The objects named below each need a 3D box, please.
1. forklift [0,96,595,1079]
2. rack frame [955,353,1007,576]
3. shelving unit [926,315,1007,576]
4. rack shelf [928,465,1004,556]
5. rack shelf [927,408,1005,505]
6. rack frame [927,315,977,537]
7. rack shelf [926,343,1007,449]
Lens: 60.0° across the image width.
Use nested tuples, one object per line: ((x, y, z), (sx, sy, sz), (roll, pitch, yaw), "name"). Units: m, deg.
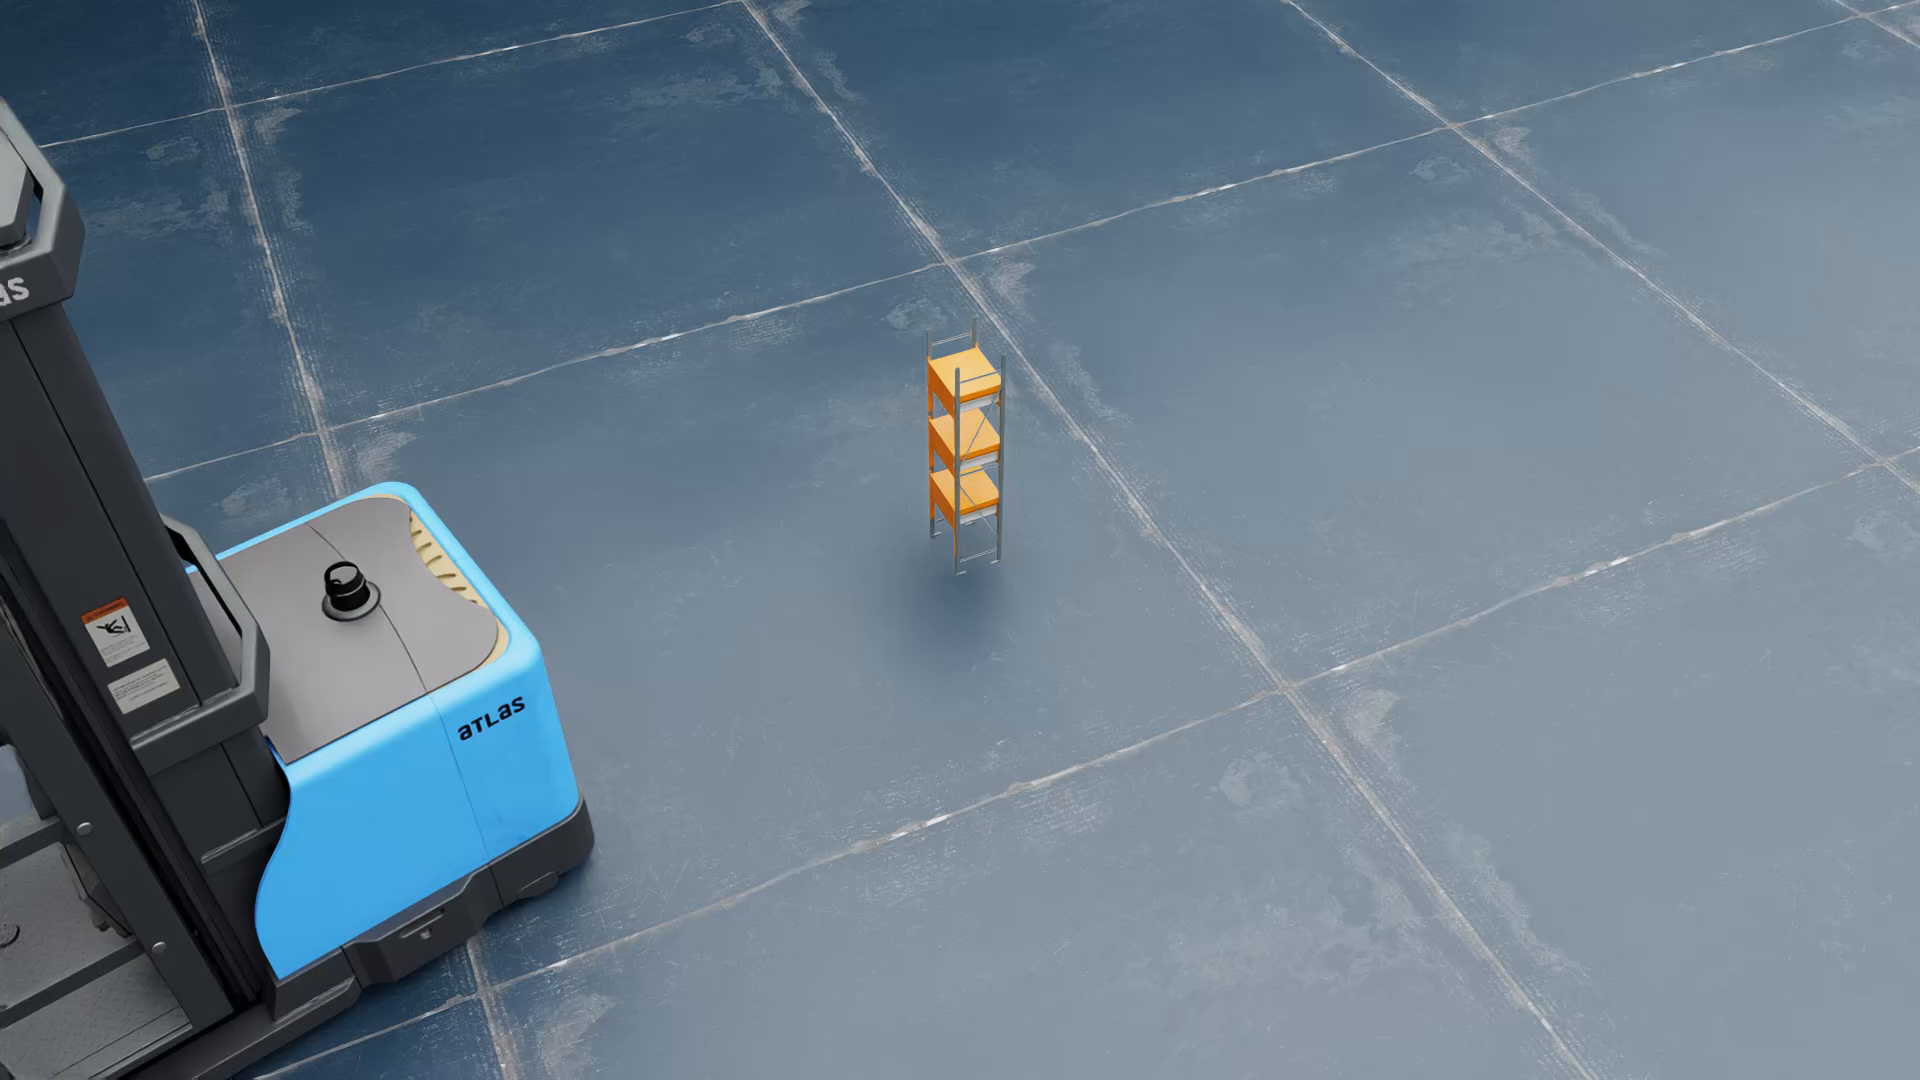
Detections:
((-2.708, 0.407, 4.251), (3.031, 2.935, 1.130), (-29, 51, -26), "forklift")
((0.074, -0.262, 6.268), (0.200, 1.050, 0.008), (-18, 47, -17), "rack frame")
((0.022, -0.340, 6.347), (0.215, 1.050, 0.252), (-18, 47, -17), "shelving unit")
((0.022, -0.134, 6.549), (0.215, 0.259, 0.240), (-18, 47, -17), "rack shelf")
((0.022, -0.332, 6.354), (0.215, 0.259, 0.240), (-18, 47, -17), "rack shelf")
((-0.029, -0.417, 6.425), (0.200, 1.050, 0.008), (-18, 47, -17), "rack frame")
((0.022, -0.534, 6.155), (0.215, 0.259, 0.240), (-18, 47, -17), "rack shelf")
